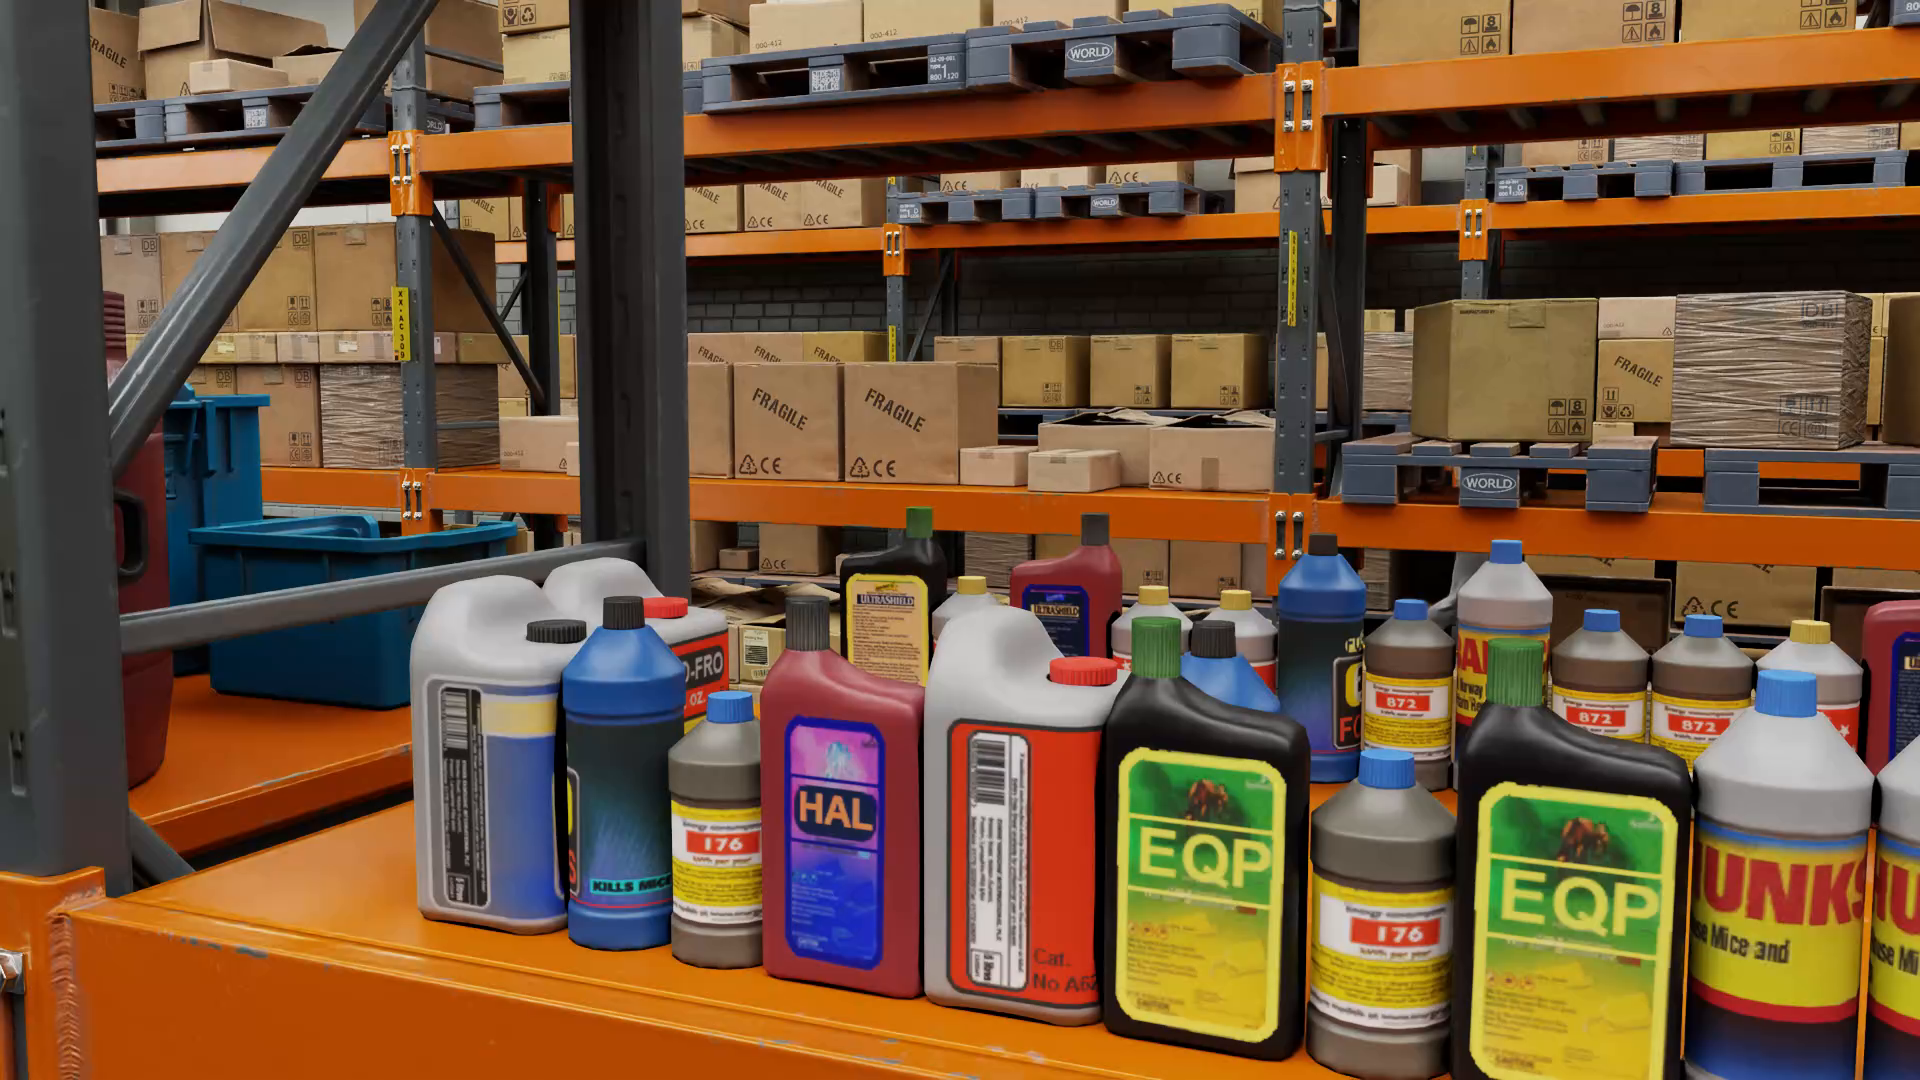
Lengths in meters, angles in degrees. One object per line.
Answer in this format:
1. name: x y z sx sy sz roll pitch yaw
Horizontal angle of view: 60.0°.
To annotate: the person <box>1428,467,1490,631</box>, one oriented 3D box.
1. person: 2.968 -0.030 9.413 0.961 1.640 0.492 3 6 27
